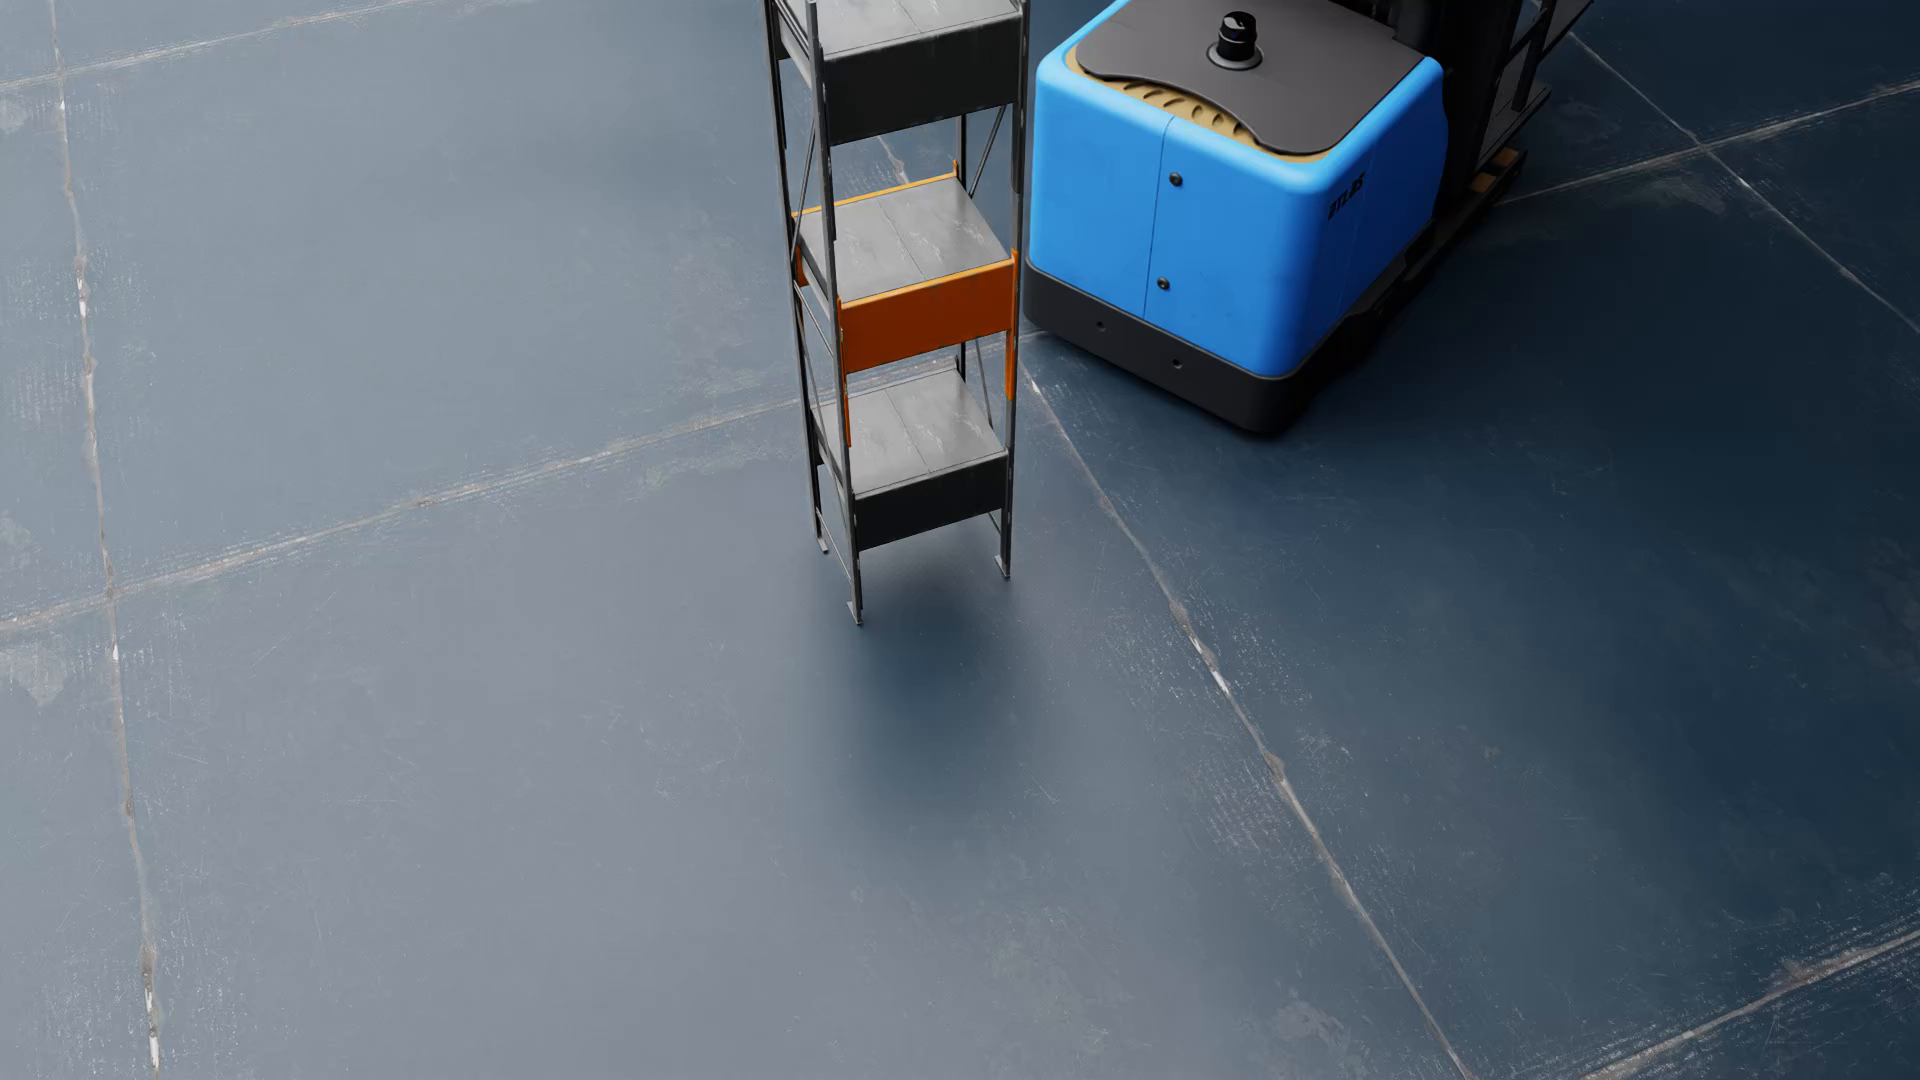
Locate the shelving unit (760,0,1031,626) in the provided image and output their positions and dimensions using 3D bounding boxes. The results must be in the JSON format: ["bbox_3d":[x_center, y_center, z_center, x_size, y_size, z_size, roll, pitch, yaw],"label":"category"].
[{"bbox_3d":[-0.153,-0.637,4.413,0.503,2.100,0.431,-17,52,-14],"label":"shelving unit"}]

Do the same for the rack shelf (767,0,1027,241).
[{"bbox_3d":[-0.153,-1.084,3.892,0.480,0.518,0.431,-17,52,-14],"label":"rack shelf"}]

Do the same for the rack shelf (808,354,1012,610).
[{"bbox_3d":[-0.153,-0.172,4.954,0.480,0.518,0.431,-17,52,-14],"label":"rack shelf"}]

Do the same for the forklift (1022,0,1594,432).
[{"bbox_3d":[1.510,-2.384,5.365,1.130,2.935,3.031,30,56,23],"label":"forklift"}]

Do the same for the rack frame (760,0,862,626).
[{"bbox_3d":[-0.379,-0.567,4.353,0.015,2.100,0.400,-17,52,-14],"label":"rack frame"}]

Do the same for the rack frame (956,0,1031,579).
[{"bbox_3d":[0.073,-0.707,4.473,0.015,2.100,0.400,-17,52,-14],"label":"rack frame"}]

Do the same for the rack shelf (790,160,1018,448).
[{"bbox_3d":[-0.153,-0.628,4.423,0.480,0.518,0.431,-17,52,-14],"label":"rack shelf"}]
